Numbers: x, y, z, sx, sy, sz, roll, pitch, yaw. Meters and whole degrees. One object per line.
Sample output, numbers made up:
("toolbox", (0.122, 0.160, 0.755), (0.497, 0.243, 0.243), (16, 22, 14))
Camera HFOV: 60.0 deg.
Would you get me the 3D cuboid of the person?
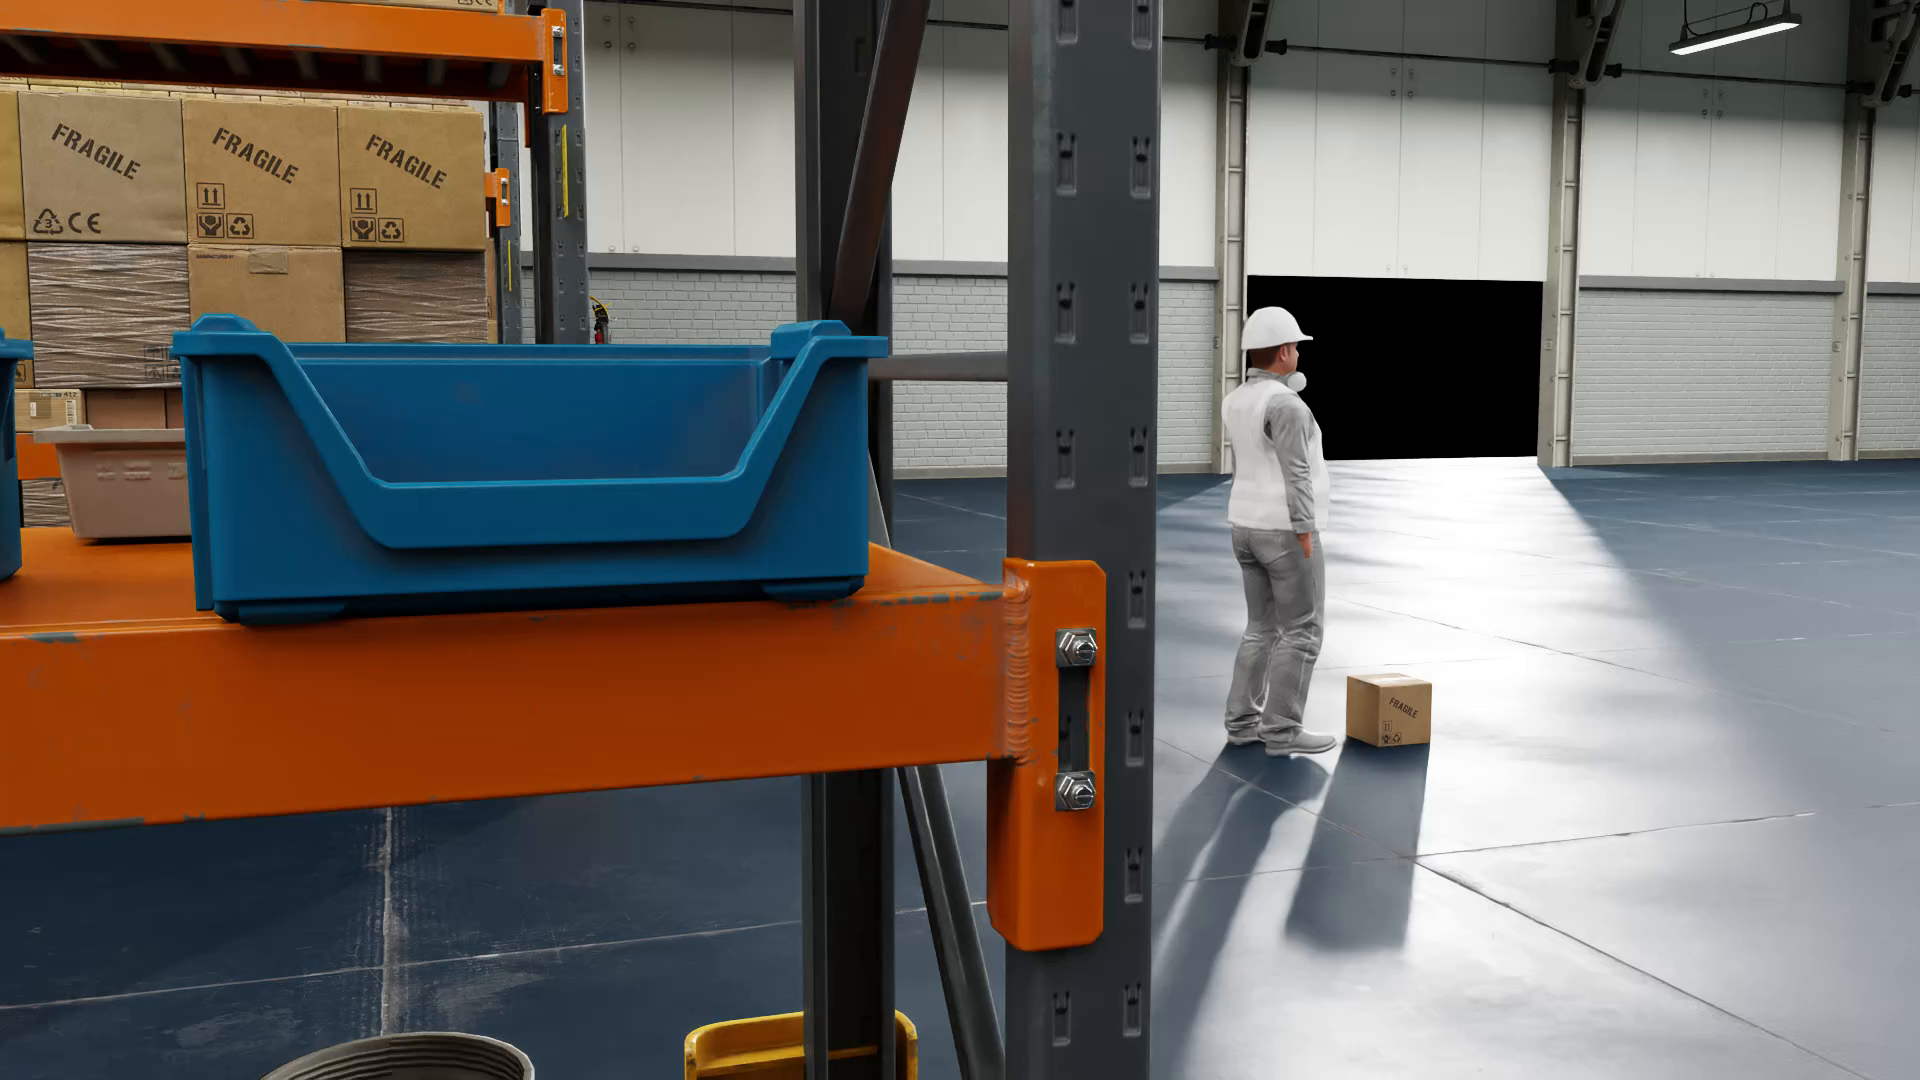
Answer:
("person", (1.269, -0.040, 6.646), (0.375, 1.765, 0.532), (-2, 6, -17))
